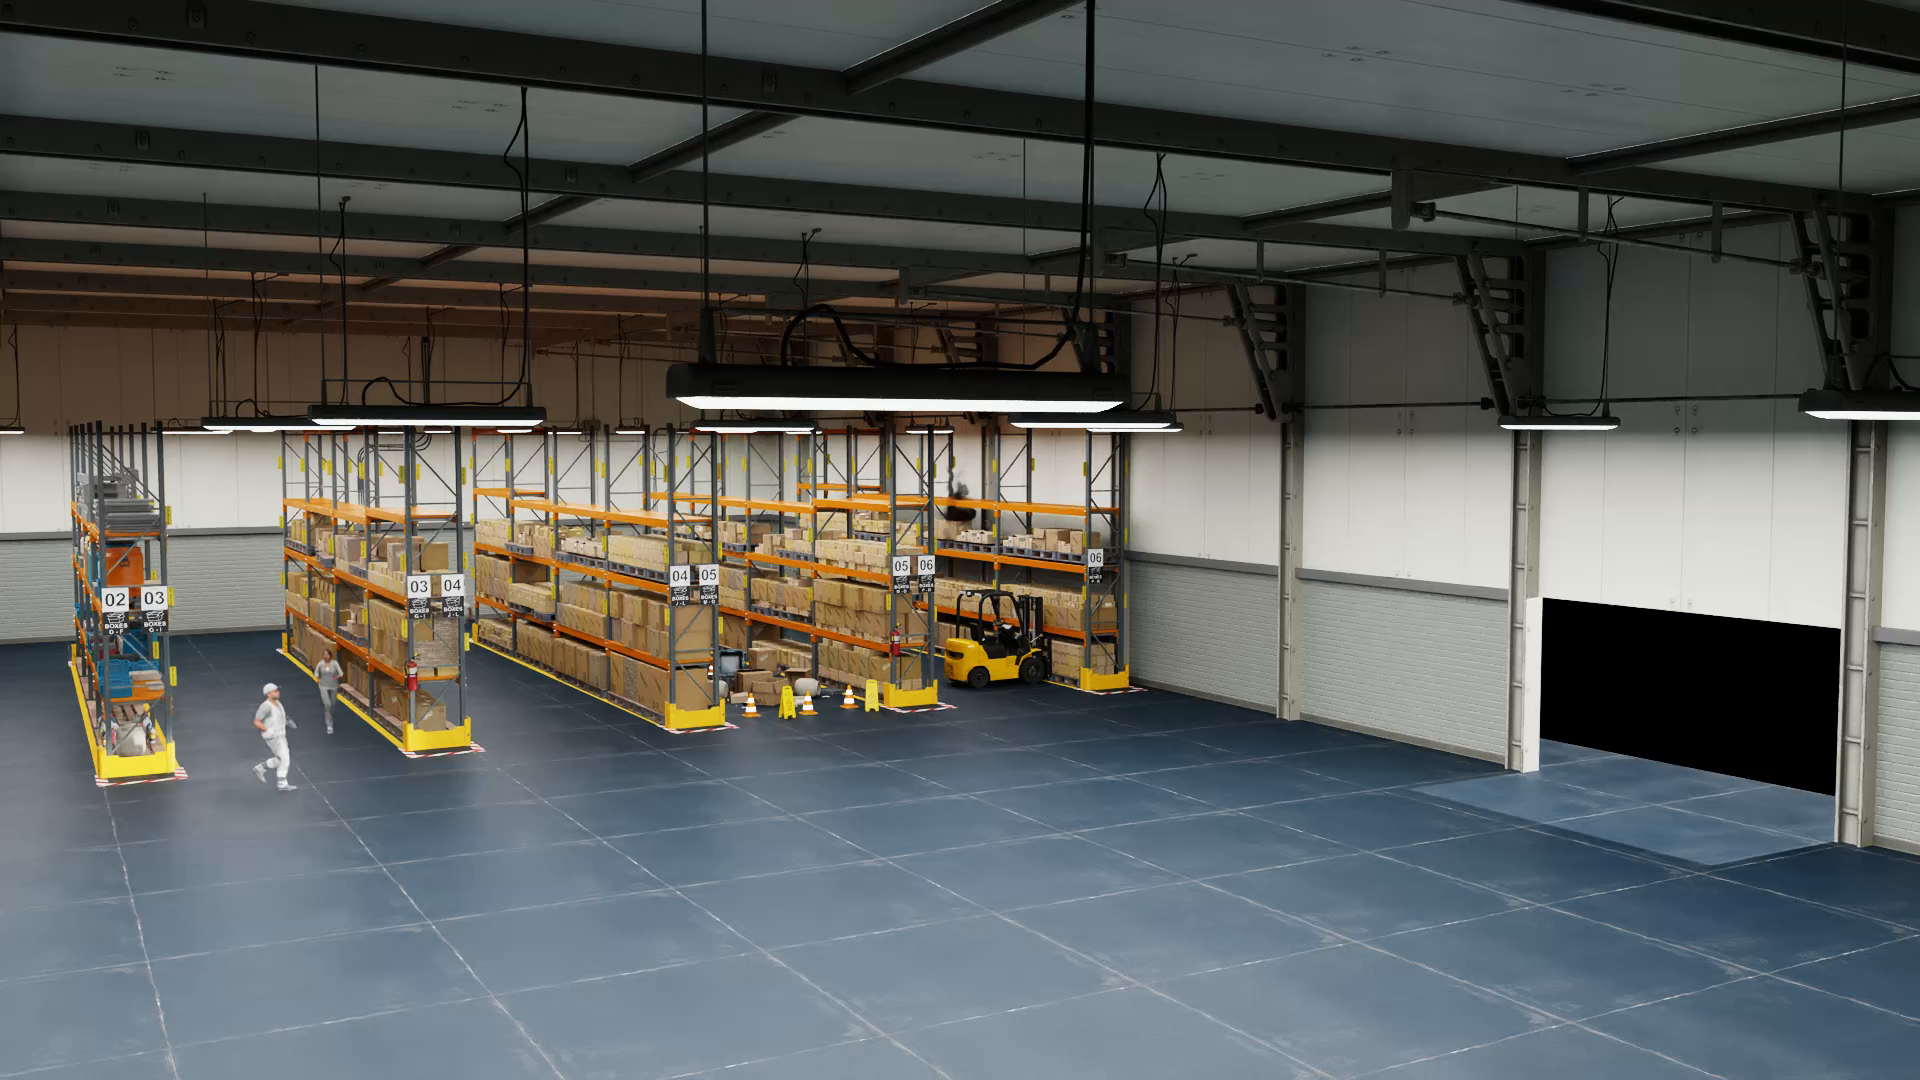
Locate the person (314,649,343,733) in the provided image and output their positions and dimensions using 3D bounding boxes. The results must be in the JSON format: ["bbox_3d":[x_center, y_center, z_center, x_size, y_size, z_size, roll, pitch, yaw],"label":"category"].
[{"bbox_3d":[-12.319,2.924,32.479,0.526,1.597,0.815,-2,4,-26],"label":"person"}]

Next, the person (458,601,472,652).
[{"bbox_3d":[-13.078,2.177,43.317,0.726,1.714,0.743,-1,4,-21],"label":"person"}]

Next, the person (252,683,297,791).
[{"bbox_3d":[-11.122,3.188,26.886,0.767,1.746,0.662,0,4,3],"label":"person"}]
